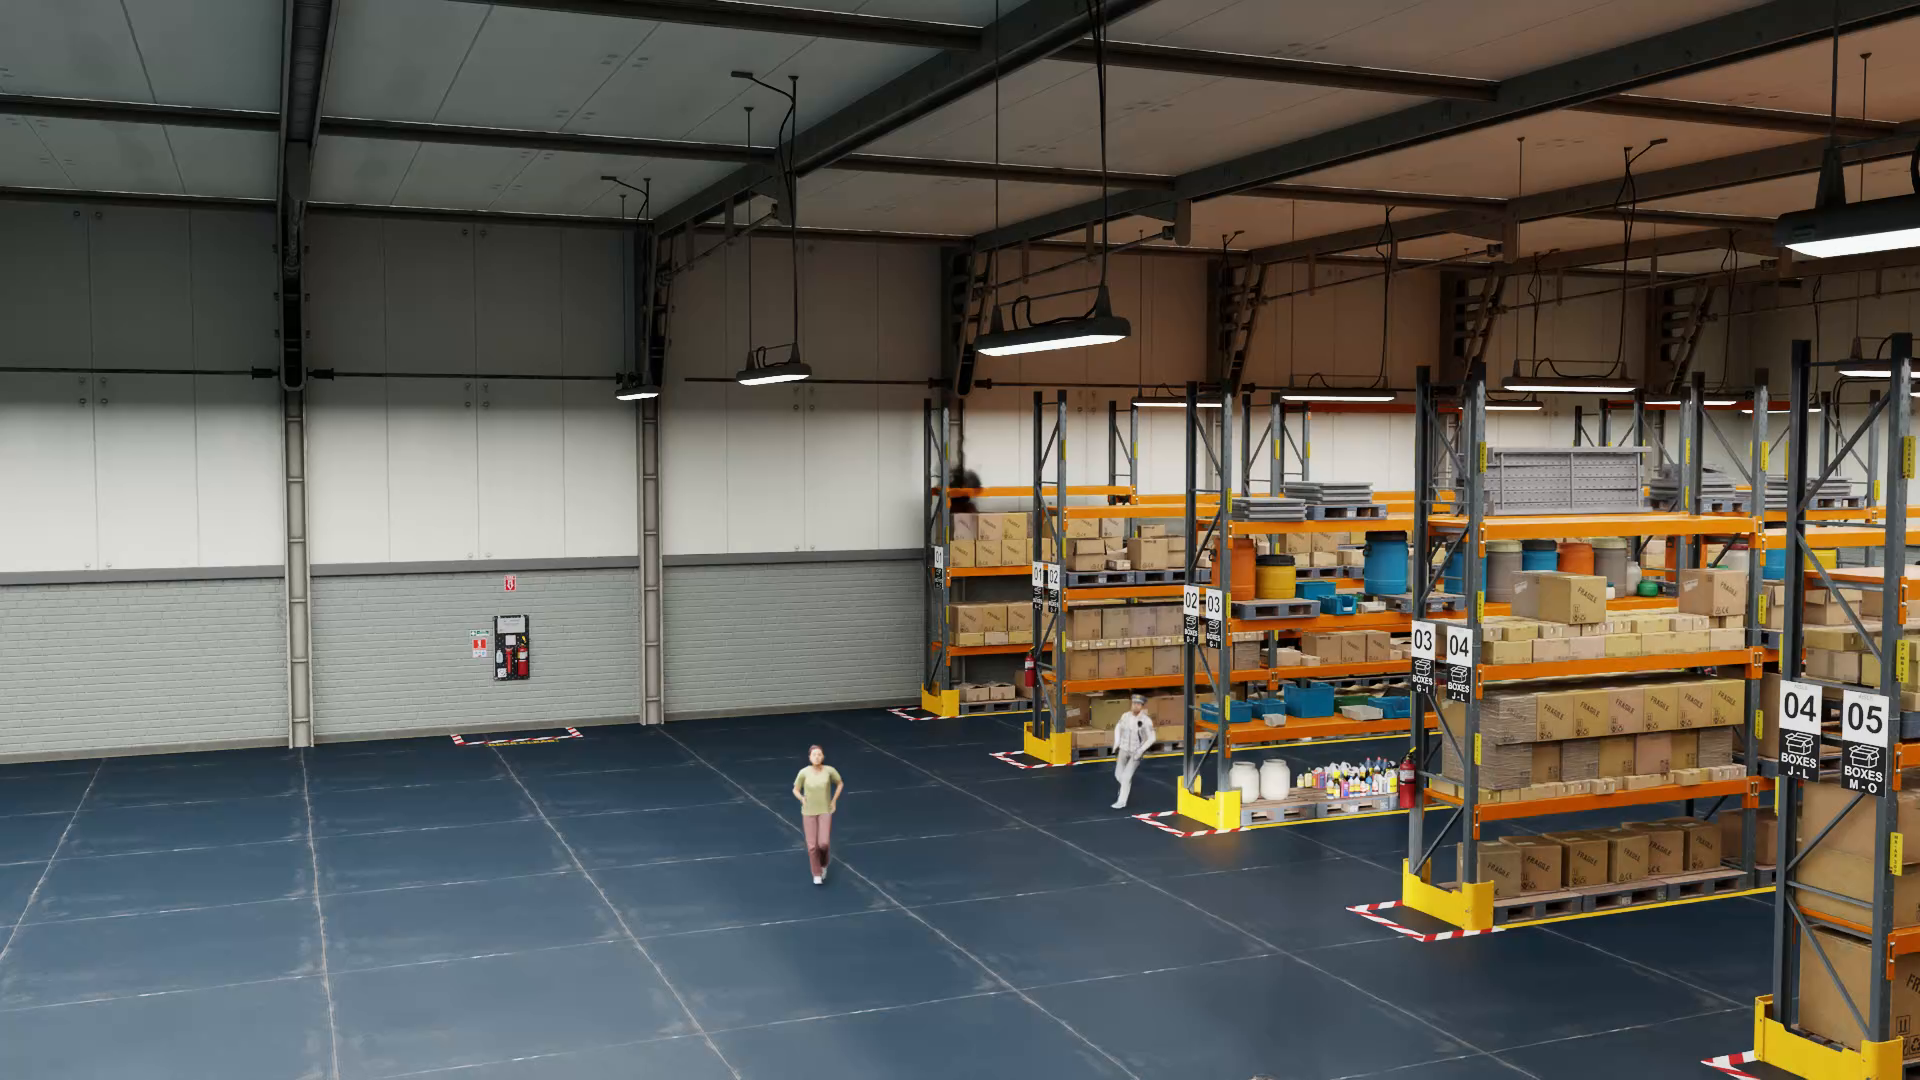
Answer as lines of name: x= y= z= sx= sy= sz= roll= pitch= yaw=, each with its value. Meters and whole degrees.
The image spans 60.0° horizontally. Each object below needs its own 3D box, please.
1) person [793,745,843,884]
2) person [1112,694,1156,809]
person: x=-1.656 y=3.205 z=19.393 sx=0.590 sy=1.630 sz=0.519 roll=0 pitch=3 yaw=-4
person: x=2.444 y=2.971 z=23.446 sx=0.635 sy=1.624 sz=0.510 roll=2 pitch=4 yaw=26
